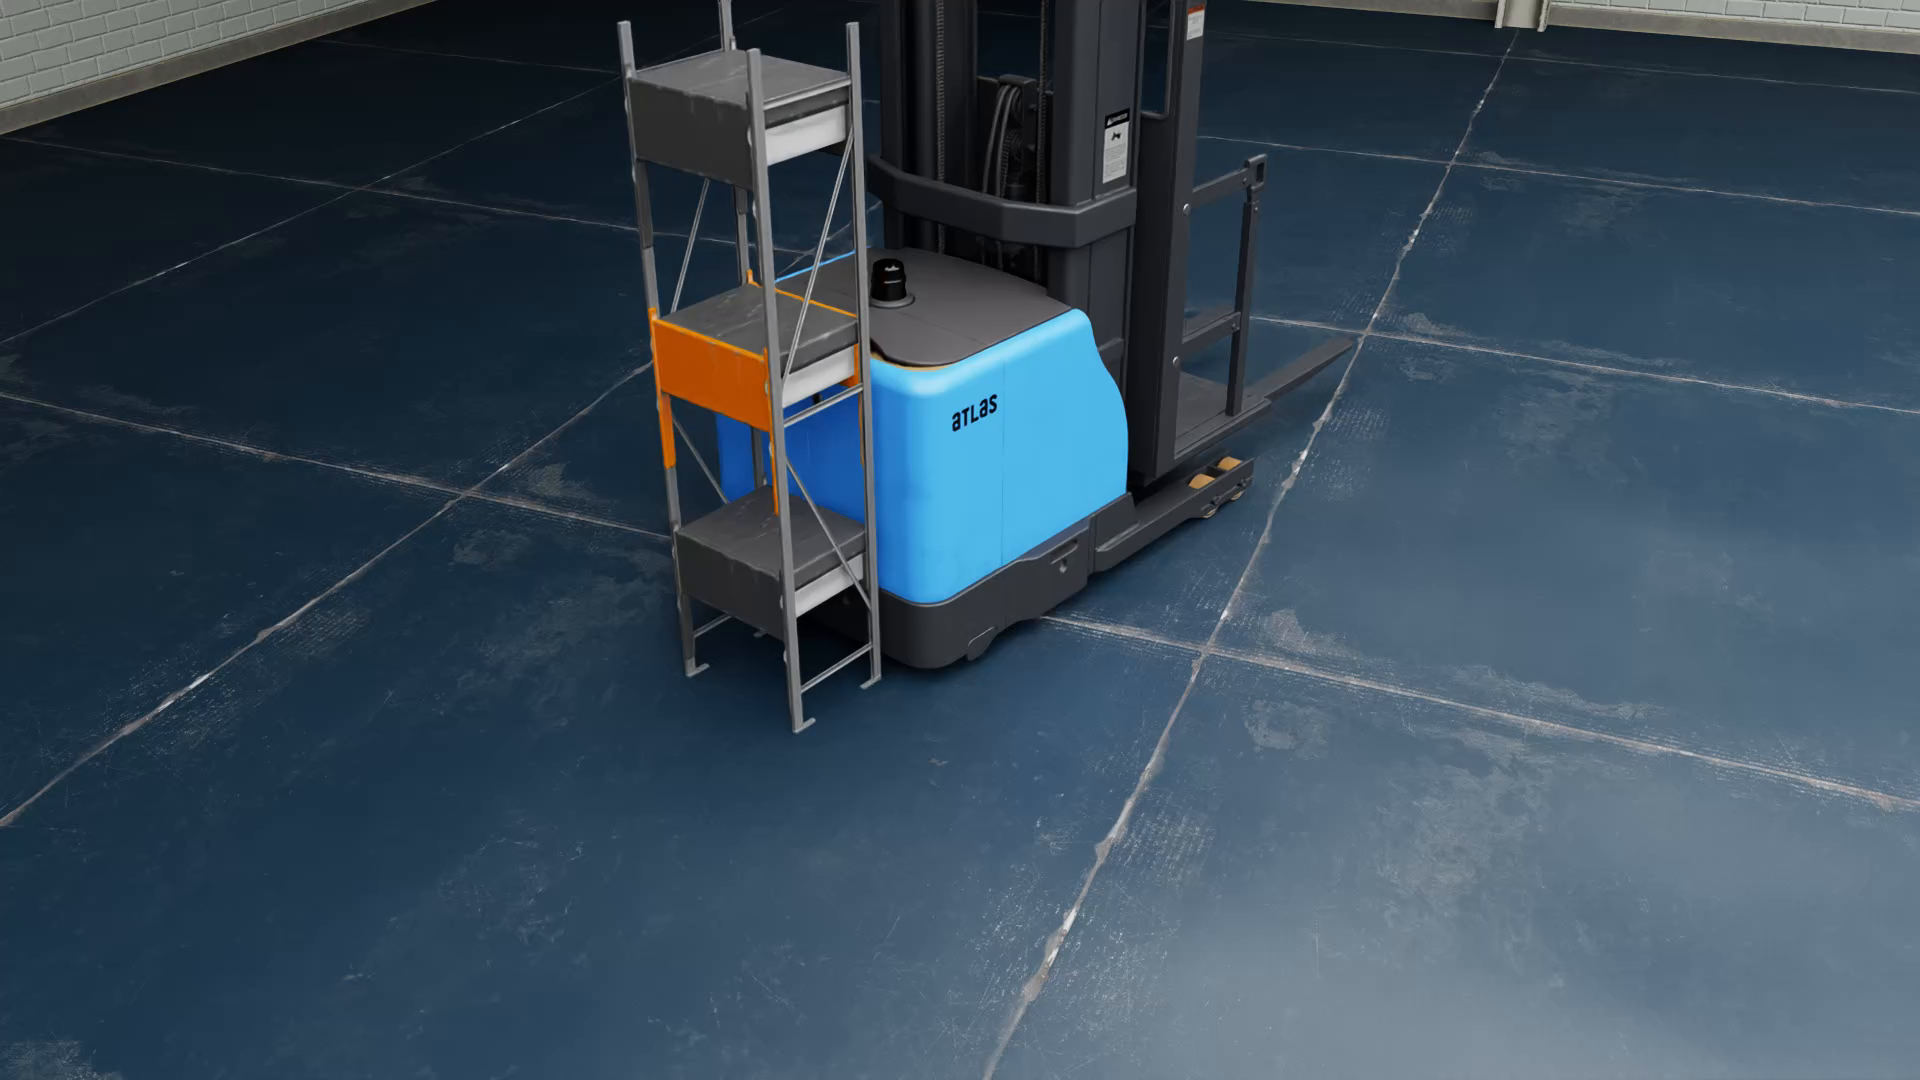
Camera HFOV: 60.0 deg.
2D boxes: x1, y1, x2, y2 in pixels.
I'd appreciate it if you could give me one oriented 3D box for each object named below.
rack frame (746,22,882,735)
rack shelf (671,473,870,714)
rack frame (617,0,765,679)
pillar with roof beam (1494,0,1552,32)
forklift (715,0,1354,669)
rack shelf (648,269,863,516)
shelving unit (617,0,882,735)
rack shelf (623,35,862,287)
[{"bbox_3d":[-0.395,-0.383,4.790,0.015,2.100,0.400,22,37,34],"label":"rack frame"},{"bbox_3d":[-0.580,0.160,5.280,0.480,0.518,0.431,22,37,34],"label":"rack shelf"},{"bbox_3d":[-0.772,-0.536,5.060,0.015,2.100,0.400,22,37,34],"label":"rack frame"},{"bbox_3d":[3.038,-6.224,8.117,0.400,9.000,9.100,11,31,19],"label":"pillar with roof beam"},{"bbox_3d":[0.501,-1.507,5.937,1.130,2.935,3.031,23,37,35],"label":"forklift"},{"bbox_3d":[-0.583,-0.448,4.932,0.480,0.518,0.431,22,37,34],"label":"rack shelf"},{"bbox_3d":[-0.583,-0.460,4.925,0.503,2.100,0.431,22,37,34],"label":"shelving unit"},{"bbox_3d":[-0.587,-1.055,4.584,0.480,0.518,0.431,22,37,34],"label":"rack shelf"}]
